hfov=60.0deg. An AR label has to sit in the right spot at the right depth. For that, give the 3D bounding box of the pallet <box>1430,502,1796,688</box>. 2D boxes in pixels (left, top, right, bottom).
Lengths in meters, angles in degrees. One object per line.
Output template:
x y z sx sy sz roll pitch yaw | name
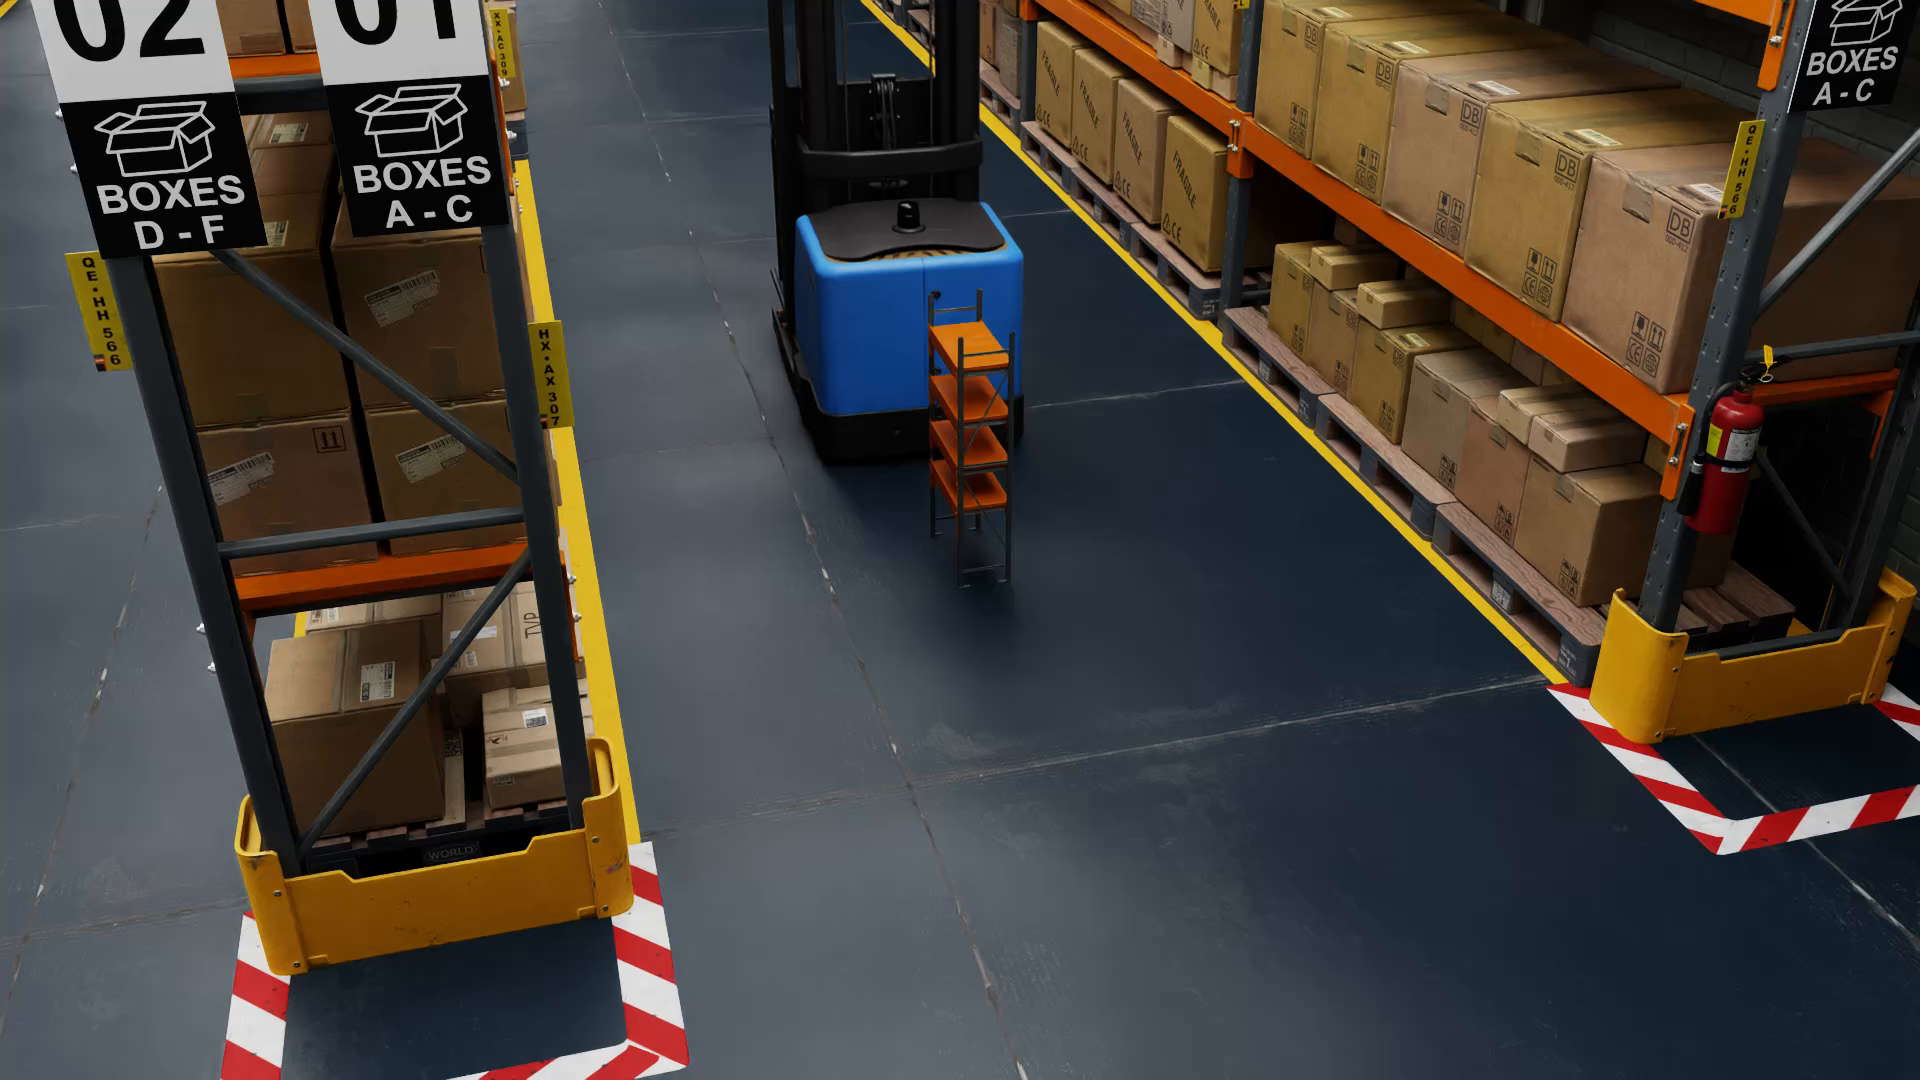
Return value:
2.809 0.155 7.272 1.003 0.211 1.213 -8 31 -13 | pallet

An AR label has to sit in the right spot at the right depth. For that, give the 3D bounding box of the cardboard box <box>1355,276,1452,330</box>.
2.188 -1.173 8.210 0.380 0.149 0.250 -9 31 -15 | cardboard box

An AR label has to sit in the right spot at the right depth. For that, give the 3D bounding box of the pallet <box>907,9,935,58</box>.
0.119 -4.890 15.987 1.003 0.211 1.213 -8 31 -13 | pallet

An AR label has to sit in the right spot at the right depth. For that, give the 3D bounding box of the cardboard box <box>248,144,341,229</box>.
-2.197 -0.914 5.238 0.500 0.500 0.500 -7 31 -12 | cardboard box

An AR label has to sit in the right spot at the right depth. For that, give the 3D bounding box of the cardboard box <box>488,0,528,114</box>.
-2.651 -2.432 8.438 0.700 0.500 0.500 -19 35 -30 | cardboard box

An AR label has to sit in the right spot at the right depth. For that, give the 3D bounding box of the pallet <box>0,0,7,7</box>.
-10.426 -5.457 16.966 1.003 0.211 1.213 -8 31 -13 | pallet

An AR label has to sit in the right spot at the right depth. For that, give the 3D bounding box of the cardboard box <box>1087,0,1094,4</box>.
1.070 -3.883 11.695 0.380 0.149 0.250 -8 31 -14 | cardboard box

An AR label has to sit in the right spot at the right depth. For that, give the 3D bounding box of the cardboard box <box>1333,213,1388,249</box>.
2.287 -1.711 9.140 0.380 0.149 0.250 -8 31 -14 | cardboard box

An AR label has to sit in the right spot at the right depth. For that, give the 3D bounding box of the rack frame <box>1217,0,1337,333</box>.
2.035 -2.608 9.262 1.000 3.000 0.127 -8 31 -13 | rack frame

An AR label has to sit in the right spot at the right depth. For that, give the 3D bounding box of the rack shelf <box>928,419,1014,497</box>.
0.044 -0.381 7.345 0.258 0.148 0.480 -8 31 -13 | rack shelf

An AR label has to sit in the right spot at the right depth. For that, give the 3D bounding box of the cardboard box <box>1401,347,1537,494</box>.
2.547 -0.586 7.844 0.700 0.500 0.500 -9 31 -15 | cardboard box

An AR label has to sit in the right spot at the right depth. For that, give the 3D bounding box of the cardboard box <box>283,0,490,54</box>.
-1.570 -1.531 4.557 0.500 0.250 0.500 -8 31 -13 | cardboard box

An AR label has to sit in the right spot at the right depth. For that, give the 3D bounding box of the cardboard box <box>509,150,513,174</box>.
-2.084 -1.287 6.880 0.500 0.500 0.500 -7 31 -12 | cardboard box

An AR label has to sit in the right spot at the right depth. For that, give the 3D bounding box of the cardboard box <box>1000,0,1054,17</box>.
0.641 -4.598 14.007 0.500 0.250 0.500 -7 31 -12 | cardboard box

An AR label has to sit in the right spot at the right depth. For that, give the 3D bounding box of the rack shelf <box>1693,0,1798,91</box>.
2.565 -2.629 7.022 1.077 0.370 4.000 -8 31 -13 | rack shelf

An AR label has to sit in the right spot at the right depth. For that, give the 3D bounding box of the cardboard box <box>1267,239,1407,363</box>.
2.134 -1.334 9.136 0.700 0.500 0.500 -7 31 -13 | cardboard box

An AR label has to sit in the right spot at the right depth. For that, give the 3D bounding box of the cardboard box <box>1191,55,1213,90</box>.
1.582 -2.753 9.742 0.380 0.149 0.250 -7 31 -12 | cardboard box

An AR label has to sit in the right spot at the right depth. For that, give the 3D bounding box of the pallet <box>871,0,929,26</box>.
-0.301 -5.585 17.189 1.003 0.211 1.213 -8 31 -13 | pallet

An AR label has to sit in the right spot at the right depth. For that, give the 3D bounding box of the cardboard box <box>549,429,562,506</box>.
-2.117 -0.375 7.648 0.500 0.311 0.500 -8 31 -13 | cardboard box

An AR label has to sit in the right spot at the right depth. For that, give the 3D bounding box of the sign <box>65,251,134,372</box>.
-2.219 -0.590 4.303 0.100 0.325 0.005 -8 31 -13 | sign

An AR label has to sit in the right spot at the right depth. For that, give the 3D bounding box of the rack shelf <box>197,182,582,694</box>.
-2.210 -0.671 6.633 1.077 0.370 4.000 -8 31 -13 | rack shelf

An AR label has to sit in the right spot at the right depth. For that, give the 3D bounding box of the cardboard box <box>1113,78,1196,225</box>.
1.498 -2.585 10.949 0.750 0.750 0.750 -7 31 -12 | cardboard box

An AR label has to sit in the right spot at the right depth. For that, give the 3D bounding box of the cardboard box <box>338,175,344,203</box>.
-1.688 -0.993 5.373 0.500 0.500 0.500 -8 31 -13 | cardboard box

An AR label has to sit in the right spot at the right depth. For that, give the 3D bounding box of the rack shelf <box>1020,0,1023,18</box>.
0.442 -5.195 14.449 1.077 0.370 4.000 -8 31 -13 | rack shelf

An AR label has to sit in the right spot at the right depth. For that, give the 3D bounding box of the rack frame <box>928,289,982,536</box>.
-0.021 -0.557 7.515 0.240 1.200 0.015 -8 31 -13 | rack frame

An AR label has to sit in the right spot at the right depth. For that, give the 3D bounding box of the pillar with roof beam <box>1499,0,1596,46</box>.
-1.096 -4.409 6.385 9.100 9.000 0.400 -8 31 -13 | pillar with roof beam

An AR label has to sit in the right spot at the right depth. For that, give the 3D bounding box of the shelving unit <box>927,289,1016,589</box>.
0.044 -0.439 7.311 0.258 1.200 0.503 -8 31 -13 | shelving unit

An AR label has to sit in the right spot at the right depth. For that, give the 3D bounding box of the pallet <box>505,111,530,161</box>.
-2.847 -2.265 8.861 1.003 0.211 1.213 -8 31 -13 | pallet

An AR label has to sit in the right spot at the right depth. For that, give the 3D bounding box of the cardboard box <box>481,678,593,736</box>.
-1.525 0.651 6.020 0.380 0.166 0.250 -8 31 -13 | cardboard box

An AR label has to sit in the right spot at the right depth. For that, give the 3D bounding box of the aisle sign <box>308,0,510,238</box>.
-1.378 -1.147 4.143 0.394 0.787 0.004 -8 31 -13 | aisle sign

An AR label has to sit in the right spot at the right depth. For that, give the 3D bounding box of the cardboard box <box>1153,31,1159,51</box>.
1.429 -3.131 10.395 0.380 0.149 0.250 -8 31 -13 | cardboard box

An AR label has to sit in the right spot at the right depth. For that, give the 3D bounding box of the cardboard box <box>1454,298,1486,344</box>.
2.635 -1.083 8.055 0.380 0.149 0.250 -8 31 -14 | cardboard box

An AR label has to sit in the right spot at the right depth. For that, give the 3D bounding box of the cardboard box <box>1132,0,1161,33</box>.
1.399 -3.467 10.330 0.500 0.500 0.500 -8 31 -13 | cardboard box

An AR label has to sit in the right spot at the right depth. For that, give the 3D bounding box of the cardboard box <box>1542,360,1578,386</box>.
2.839 -0.714 7.417 0.380 0.149 0.250 -8 31 -13 | cardboard box

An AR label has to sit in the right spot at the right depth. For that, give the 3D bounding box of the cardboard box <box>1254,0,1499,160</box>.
2.163 -2.474 8.731 0.980 0.700 0.700 -7 31 -13 | cardboard box

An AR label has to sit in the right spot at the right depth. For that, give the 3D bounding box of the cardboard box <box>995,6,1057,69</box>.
0.707 -4.254 14.161 0.700 0.500 0.500 -8 31 -13 | cardboard box

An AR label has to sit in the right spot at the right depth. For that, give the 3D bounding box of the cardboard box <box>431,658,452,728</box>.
-2.081 0.582 6.139 0.380 0.166 0.250 -8 31 -13 | cardboard box

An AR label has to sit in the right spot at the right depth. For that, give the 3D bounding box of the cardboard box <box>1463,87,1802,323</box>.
2.747 -1.401 6.877 0.980 0.700 0.700 -8 31 -14 | cardboard box

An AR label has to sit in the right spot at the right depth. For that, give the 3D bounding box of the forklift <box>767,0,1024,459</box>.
-0.490 -2.397 8.965 1.130 2.935 3.031 -6 31 -11 | forklift

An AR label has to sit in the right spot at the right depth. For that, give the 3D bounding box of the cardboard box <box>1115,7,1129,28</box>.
1.255 -3.511 11.053 0.380 0.149 0.250 -8 31 -13 | cardboard box

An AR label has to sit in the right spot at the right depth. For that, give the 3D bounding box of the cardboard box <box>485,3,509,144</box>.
-2.218 -1.967 7.056 0.500 0.500 0.500 -8 31 -14 | cardboard box

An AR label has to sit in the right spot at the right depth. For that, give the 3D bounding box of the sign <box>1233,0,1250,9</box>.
1.514 -2.998 8.859 0.100 0.325 0.005 -8 31 -13 | sign
